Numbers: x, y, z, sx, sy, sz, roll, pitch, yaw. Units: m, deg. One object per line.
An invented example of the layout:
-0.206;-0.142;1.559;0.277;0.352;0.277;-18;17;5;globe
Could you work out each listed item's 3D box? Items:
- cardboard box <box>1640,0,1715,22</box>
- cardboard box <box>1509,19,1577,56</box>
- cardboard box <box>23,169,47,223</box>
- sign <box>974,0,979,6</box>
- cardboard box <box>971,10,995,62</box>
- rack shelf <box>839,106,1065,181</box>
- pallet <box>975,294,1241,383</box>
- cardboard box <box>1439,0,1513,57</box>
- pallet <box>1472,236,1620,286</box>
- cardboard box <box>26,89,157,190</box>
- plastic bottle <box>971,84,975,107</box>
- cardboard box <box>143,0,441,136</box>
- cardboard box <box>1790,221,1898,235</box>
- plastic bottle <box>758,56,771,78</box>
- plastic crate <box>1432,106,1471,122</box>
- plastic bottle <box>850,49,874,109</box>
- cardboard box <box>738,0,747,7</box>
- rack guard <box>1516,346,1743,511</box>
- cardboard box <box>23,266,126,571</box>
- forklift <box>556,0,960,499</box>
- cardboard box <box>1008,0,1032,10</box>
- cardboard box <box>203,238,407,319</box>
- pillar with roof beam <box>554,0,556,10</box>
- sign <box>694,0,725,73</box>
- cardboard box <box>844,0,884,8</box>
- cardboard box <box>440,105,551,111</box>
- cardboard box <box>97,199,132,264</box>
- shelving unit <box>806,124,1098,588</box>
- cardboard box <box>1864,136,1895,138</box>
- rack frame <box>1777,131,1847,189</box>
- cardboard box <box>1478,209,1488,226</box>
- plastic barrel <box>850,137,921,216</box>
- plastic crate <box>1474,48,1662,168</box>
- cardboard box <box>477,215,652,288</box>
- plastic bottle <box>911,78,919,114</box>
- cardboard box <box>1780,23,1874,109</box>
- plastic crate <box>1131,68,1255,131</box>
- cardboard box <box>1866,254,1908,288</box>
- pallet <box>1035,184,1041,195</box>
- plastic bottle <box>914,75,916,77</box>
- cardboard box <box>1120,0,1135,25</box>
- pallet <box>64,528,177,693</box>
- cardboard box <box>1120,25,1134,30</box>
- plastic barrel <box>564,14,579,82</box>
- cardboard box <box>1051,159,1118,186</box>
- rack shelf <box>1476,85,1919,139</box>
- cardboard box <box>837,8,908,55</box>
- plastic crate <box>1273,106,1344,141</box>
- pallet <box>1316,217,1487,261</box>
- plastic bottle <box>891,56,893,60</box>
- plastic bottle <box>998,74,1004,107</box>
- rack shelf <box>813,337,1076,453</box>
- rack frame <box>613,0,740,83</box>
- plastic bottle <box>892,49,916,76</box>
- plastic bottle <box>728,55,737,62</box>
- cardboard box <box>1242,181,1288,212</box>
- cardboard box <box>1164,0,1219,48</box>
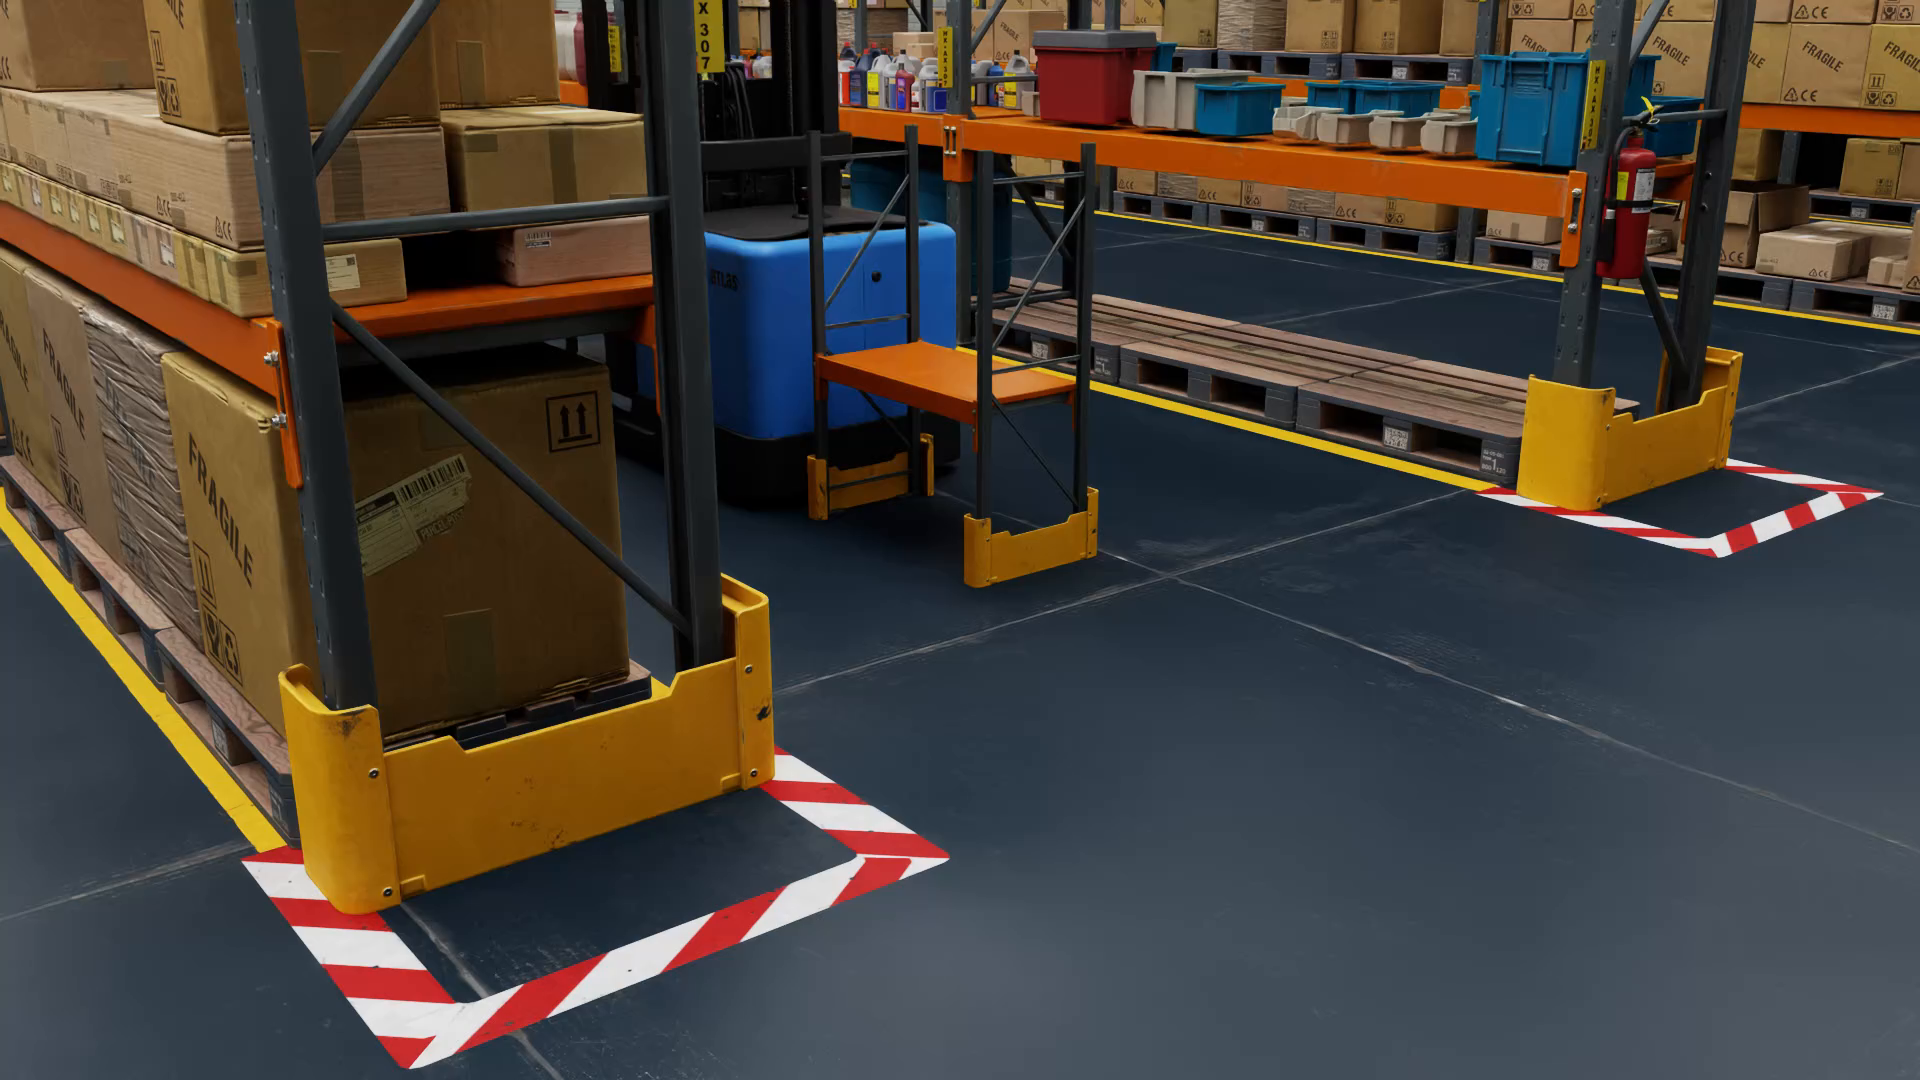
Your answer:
4.947;-3.739;11.134;0.500;0.500;0.500;-15;23;-38;cardboard box
4.338;-3.511;12.034;0.500;0.500;0.500;-13;22;-35;cardboard box
-2.804;-1.133;5.413;0.380;0.149;0.250;-14;23;-35;cardboard box
0.240;-7.872;23.986;0.100;0.325;0.005;-14;23;-36;sign
0.371;-5.215;17.181;0.500;0.500;0.500;-14;23;-36;cardboard box
-0.891;-2.828;11.274;1.077;0.370;4.000;-14;23;-36;rack shelf
0.837;-1.179;9.587;1.003;0.211;1.213;-14;23;-36;pallet
4.117;-4.049;12.992;0.500;0.500;0.700;11;21;30;cardboard box
4.661;-2.149;12.517;1.003;0.211;1.213;-14;23;-36;pallet
-2.515;-1.240;5.100;0.500;0.250;0.500;-14;23;-36;cardboard box
0.048;-2.832;10.458;0.097;0.201;0.097;0;18;0;plastic bottle
-1.557;-1.219;3.844;0.500;0.500;0.500;-14;23;-35;cardboard box
5.983;-1.996;11.292;0.500;0.250;0.500;-14;23;-36;cardboard box
-1.257;-3.092;11.125;0.152;0.276;0.135;-14;23;-36;plastic bottle
2.383;-1.981;7.898;0.250;0.136;0.298;-14;23;-36;plastic crate
-0.592;-2.861;10.309;0.144;0.351;0.185;-14;23;-36;plastic bottle
-2.498;-6.562;20.216;0.380;0.149;0.250;-15;23;-38;cardboard box
2.859;-0.501;7.079;1.175;0.500;0.348;-14;23;-36;rack guard
-2.626;-0.500;5.814;0.875;0.875;0.875;-14;23;-36;cardboard box
-1.283;-1.959;7.616;1.130;2.935;3.031;-13;22;-35;forklift
1.026;-7.561;23.439;0.500;0.500;0.500;-14;23;-36;cardboard box
-1.528;-0.628;3.887;0.380;0.149;0.250;-13;23;-35;cardboard box
-12.772;-14.006;34.346;9.100;9.000;0.400;-14;23;-36;pillar with roof beam
-0.610;-1.279;3.951;0.100;0.325;0.005;-14;23;-36;sign
-1.068;-5.994;18.501;0.380;0.149;0.250;-14;23;-36;cardboard box
-1.463;-1.092;4.653;0.500;0.250;0.500;-14;23;-37;cardboard box
-2.163;-0.880;4.647;0.380;0.149;0.250;-15;23;-37;cardboard box
-0.047;-0.731;6.183;0.587;1.500;1.083;-14;23;-36;shelving unit
8.566;-3.801;15.345;0.380;0.149;0.250;-14;23;-36;cardboard box
8.116;-4.610;15.512;1.000;3.000;0.127;-14;23;-36;rack frame
4.126;-2.831;13.417;0.500;0.500;0.500;-15;24;-39;cardboard box
-0.414;-2.191;10.879;0.600;0.901;0.708;-14;23;-36;plastic barrel
2.480;-1.782;6.820;0.616;0.435;0.499;-14;23;-36;plastic crate
-1.010;-0.757;4.275;0.380;0.149;0.250;-14;23;-36;cardboard box
-0.241;-2.639;9.877;0.097;0.201;0.097;0;18;0;plastic bottle
5.597;-3.012;10.529;0.500;0.500;0.500;-14;23;-36;cardboard box
1.154;-2.236;8.437;0.437;0.282;0.530;-14;23;-36;plastic crate
6.008;-1.724;10.603;0.380;0.166;0.250;-14;23;-36;cardboard box
0.518;-3.815;17.548;1.003;0.211;1.213;-14;23;-36;pallet
-0.288;-2.735;10.166;0.097;0.201;0.097;0;18;0;plastic bottle
2.299;-7.053;21.906;0.500;0.500;0.500;-14;23;-36;cardboard box
-2.360;0.118;5.671;1.003;0.211;1.213;-14;23;-36;pallet
2.315;-6.701;22.036;0.500;0.250;0.500;-14;23;-36;cardboard box
-2.939;-3.927;13.272;0.421;0.512;0.421;0;18;0;plastic barrel
1.234;-3.604;16.180;0.500;0.250;0.500;-13;23;-35;cardboard box
5.477;-2.808;11.215;1.077;0.370;4.000;-14;23;-36;rack shelf
-1.012;-5.769;18.854;0.700;0.500;0.500;-15;23;-38;cardboard box
1.627;-1.967;7.855;0.298;0.136;0.250;-14;23;-36;plastic crate
3.701;-2.511;13.611;1.003;0.211;1.213;-14;23;-36;pallet
-0.468;-3.147;11.299;0.097;0.271;0.097;0;18;0;plastic bottle
0.288;-2.813;10.403;0.097;0.201;0.097;0;18;0;plastic bottle
-0.053;-0.562;6.247;0.538;0.185;1.000;-14;23;-36;rack shelf
-2.133;-3.662;12.650;1.000;3.000;0.127;-14;23;-36;rack frame
-0.364;-2.844;10.257;0.144;0.351;0.185;-14;23;-36;plastic bottle
-1.554;-3.193;11.440;0.097;0.271;0.097;0;18;0;plastic bottle
2.776;-3.102;14.235;0.500;0.500;0.500;-15;23;-38;cardboard box
2.231;-4.741;15.082;0.500;0.500;0.700;11;21;30;cardboard box
